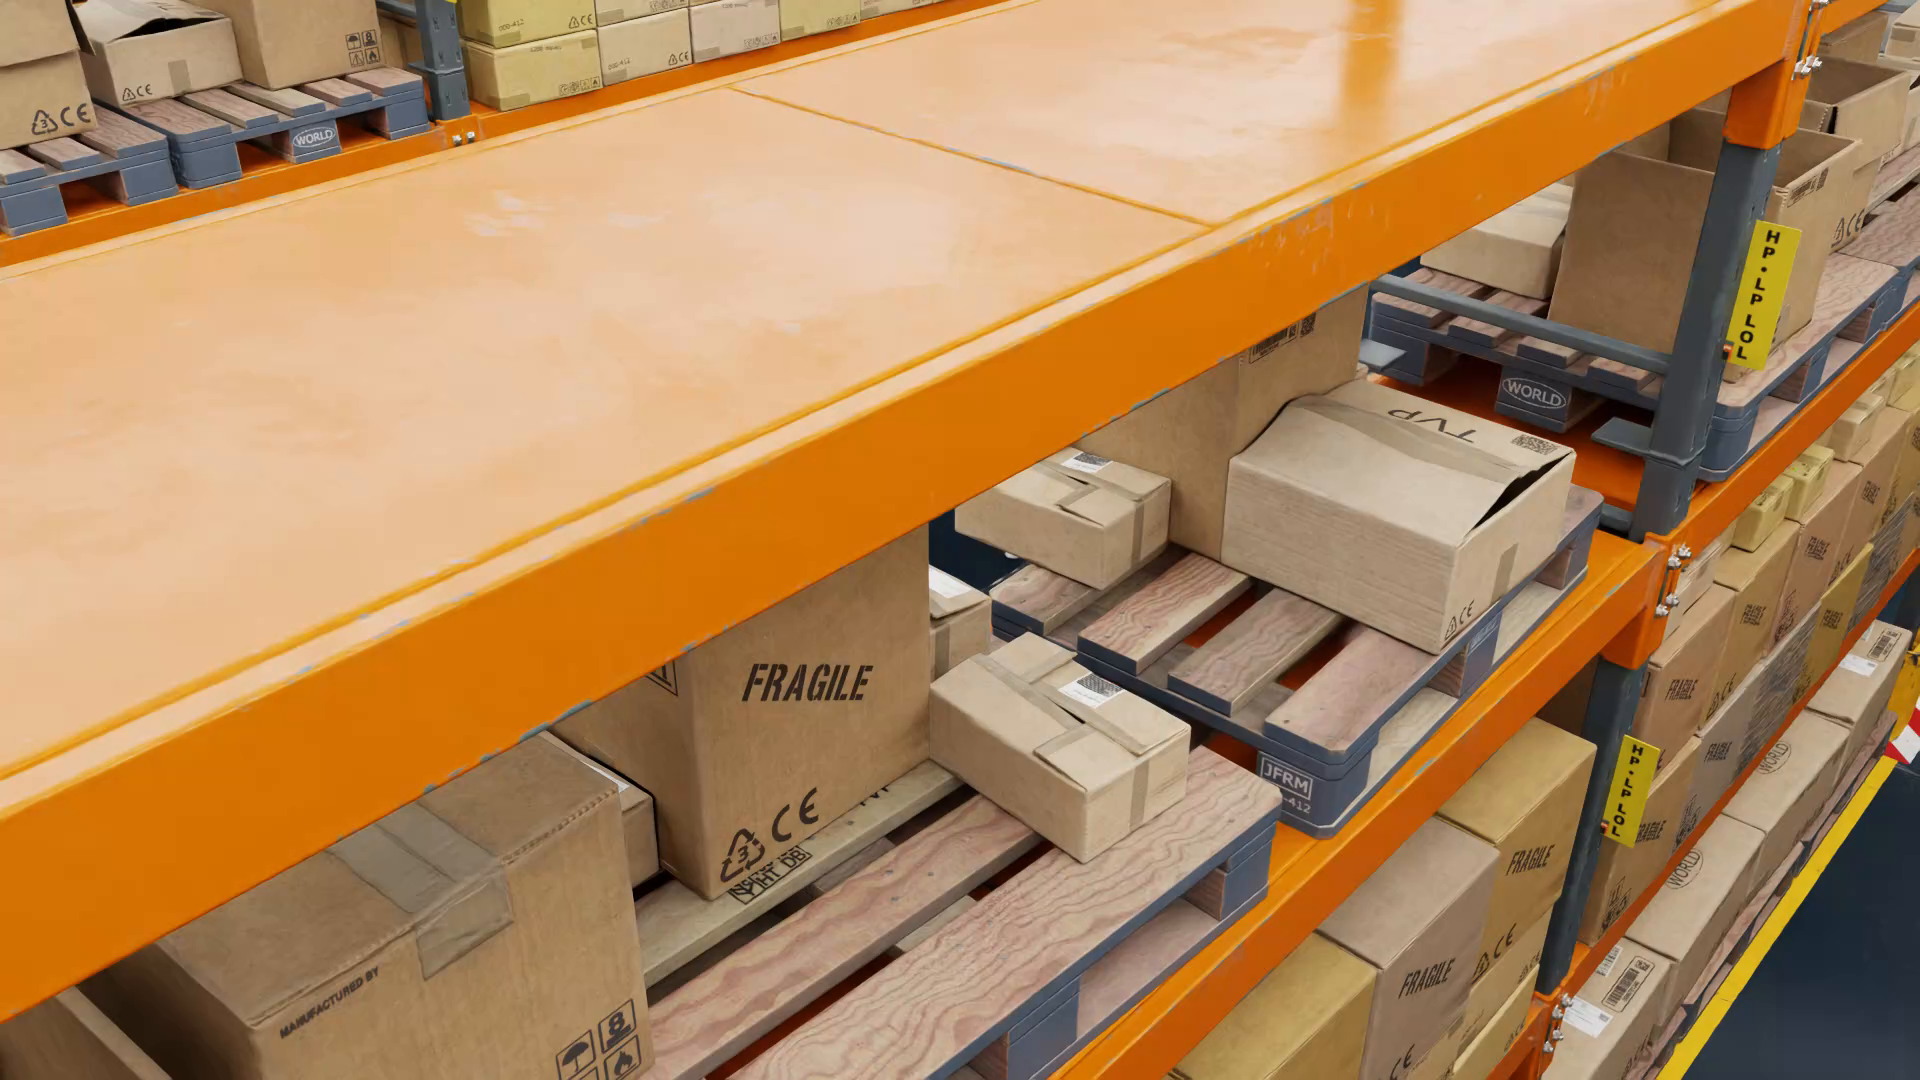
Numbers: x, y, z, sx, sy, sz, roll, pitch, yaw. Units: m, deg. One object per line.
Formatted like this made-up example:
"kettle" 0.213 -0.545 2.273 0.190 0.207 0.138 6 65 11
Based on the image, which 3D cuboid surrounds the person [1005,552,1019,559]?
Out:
"person" 0.443 -0.683 8.789 0.633 1.773 0.430 22 37 32
